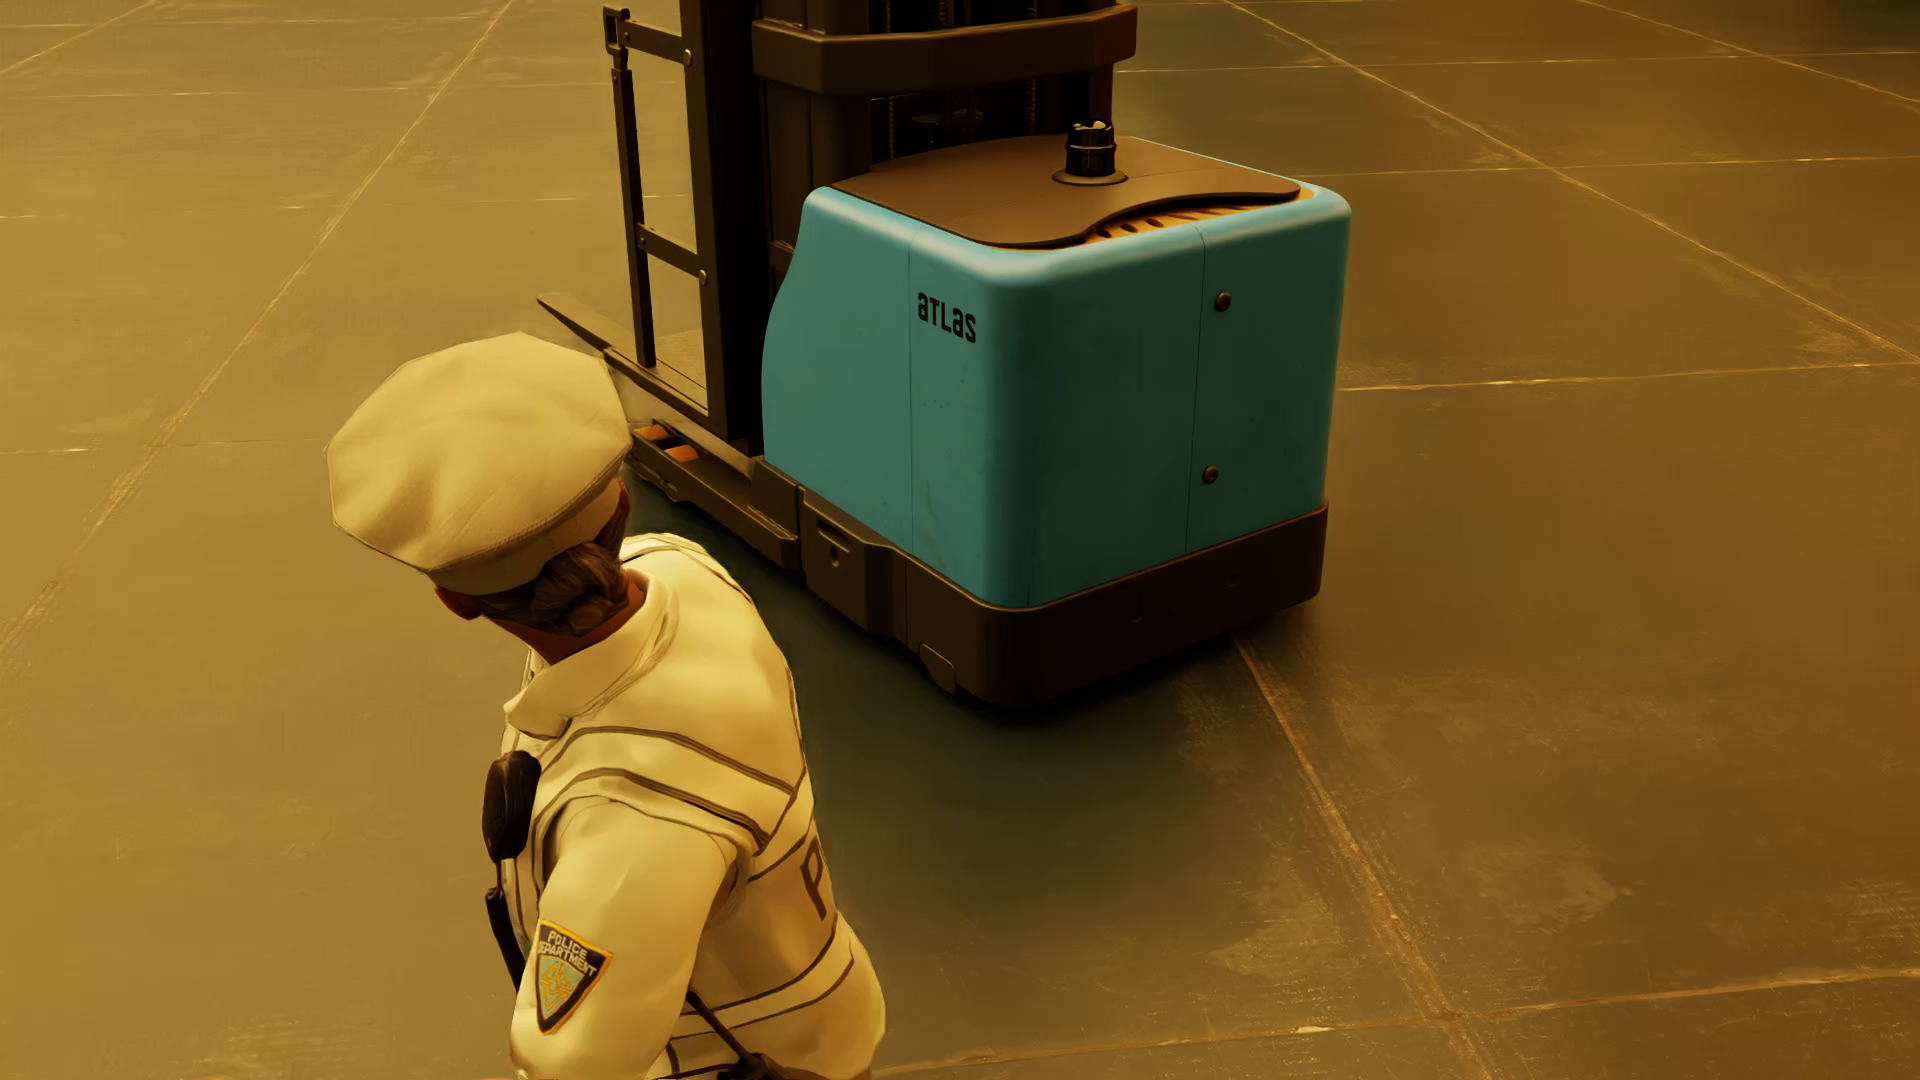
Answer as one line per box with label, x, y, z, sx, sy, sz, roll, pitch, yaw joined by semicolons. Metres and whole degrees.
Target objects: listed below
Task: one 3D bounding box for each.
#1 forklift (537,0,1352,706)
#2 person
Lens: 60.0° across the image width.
forklift;-0.353;-1.536;4.418;1.130;2.935;3.031;-17;31;-31
person;-0.433;0.520;1.777;0.808;1.561;0.757;-14;29;-27
